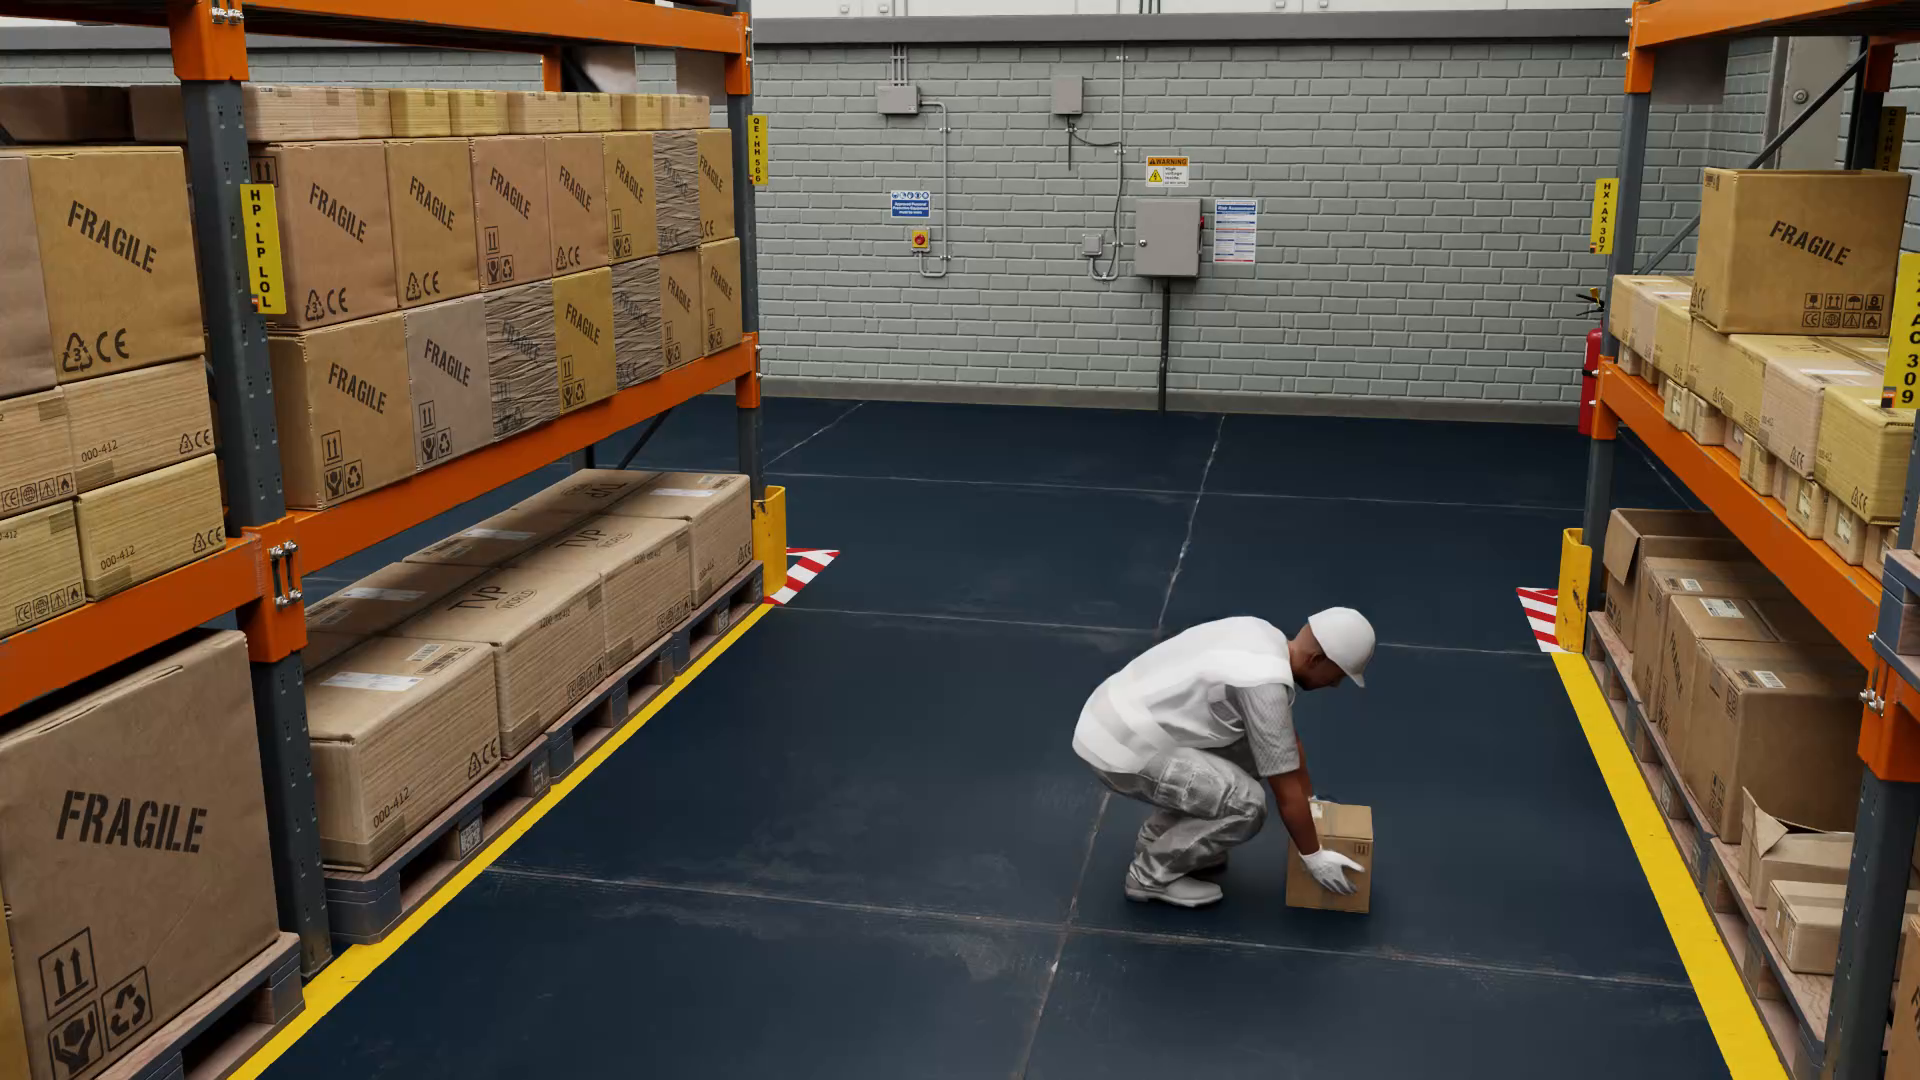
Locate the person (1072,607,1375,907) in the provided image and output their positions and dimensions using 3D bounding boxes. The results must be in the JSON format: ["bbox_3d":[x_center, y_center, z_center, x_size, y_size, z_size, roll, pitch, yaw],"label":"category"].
[{"bbox_3d":[0.816,0.645,5.210,0.908,0.922,0.577,3,15,11],"label":"person"}]
